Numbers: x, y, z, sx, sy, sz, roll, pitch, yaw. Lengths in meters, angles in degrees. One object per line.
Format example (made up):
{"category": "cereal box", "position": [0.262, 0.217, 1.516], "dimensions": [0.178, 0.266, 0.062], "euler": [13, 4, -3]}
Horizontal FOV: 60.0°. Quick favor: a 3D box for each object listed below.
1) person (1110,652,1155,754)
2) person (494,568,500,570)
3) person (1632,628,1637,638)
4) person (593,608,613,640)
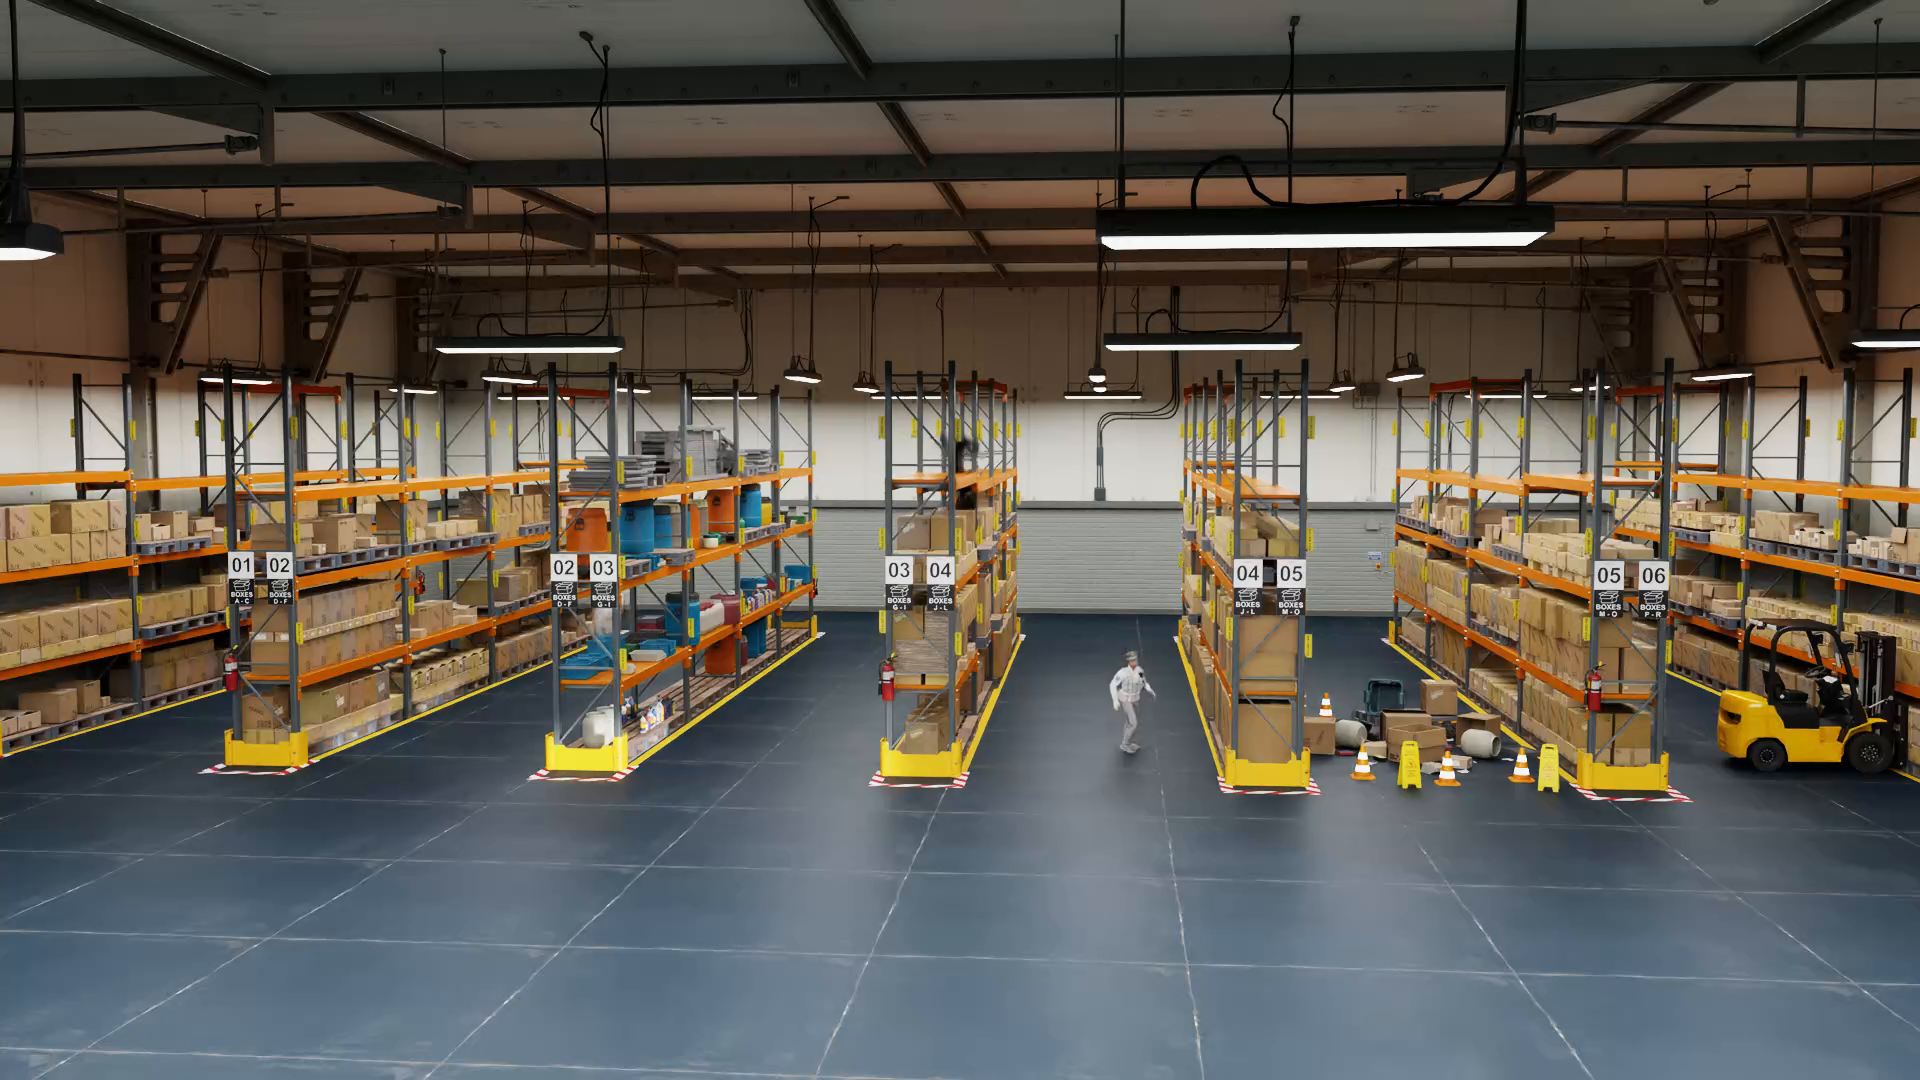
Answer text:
{"category": "person", "position": [2.681, 2.531, 25.862], "dimensions": [0.630, 1.640, 0.771], "euler": [-3, 5, -42]}
{"category": "person", "position": [-11.070, 1.521, 40.060], "dimensions": [0.724, 1.701, 0.995], "euler": [0, 4, -5]}
{"category": "person", "position": [11.406, 2.314, 28.485], "dimensions": [0.650, 1.652, 0.811], "euler": [0, 4, -5]}
{"category": "person", "position": [-7.575, 1.866, 35.448], "dimensions": [0.522, 1.684, 0.797], "euler": [0, 4, -5]}
